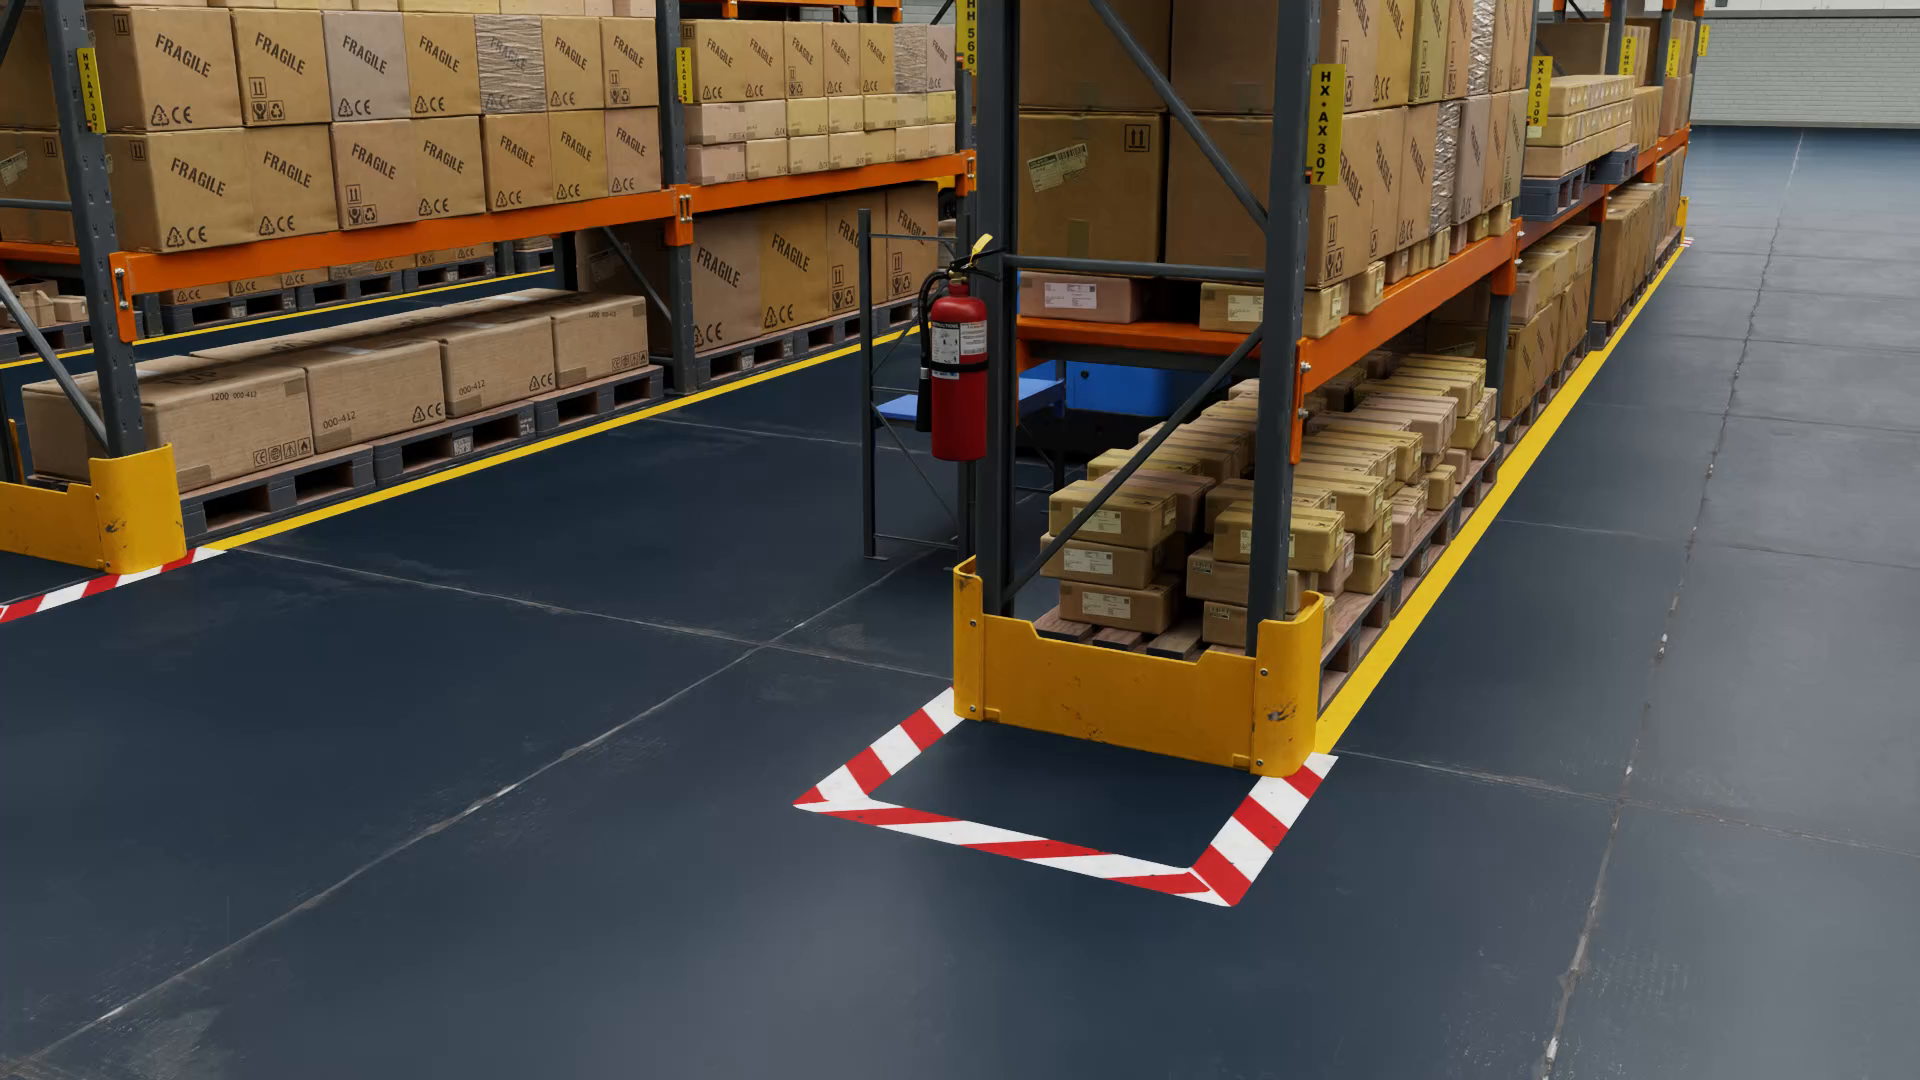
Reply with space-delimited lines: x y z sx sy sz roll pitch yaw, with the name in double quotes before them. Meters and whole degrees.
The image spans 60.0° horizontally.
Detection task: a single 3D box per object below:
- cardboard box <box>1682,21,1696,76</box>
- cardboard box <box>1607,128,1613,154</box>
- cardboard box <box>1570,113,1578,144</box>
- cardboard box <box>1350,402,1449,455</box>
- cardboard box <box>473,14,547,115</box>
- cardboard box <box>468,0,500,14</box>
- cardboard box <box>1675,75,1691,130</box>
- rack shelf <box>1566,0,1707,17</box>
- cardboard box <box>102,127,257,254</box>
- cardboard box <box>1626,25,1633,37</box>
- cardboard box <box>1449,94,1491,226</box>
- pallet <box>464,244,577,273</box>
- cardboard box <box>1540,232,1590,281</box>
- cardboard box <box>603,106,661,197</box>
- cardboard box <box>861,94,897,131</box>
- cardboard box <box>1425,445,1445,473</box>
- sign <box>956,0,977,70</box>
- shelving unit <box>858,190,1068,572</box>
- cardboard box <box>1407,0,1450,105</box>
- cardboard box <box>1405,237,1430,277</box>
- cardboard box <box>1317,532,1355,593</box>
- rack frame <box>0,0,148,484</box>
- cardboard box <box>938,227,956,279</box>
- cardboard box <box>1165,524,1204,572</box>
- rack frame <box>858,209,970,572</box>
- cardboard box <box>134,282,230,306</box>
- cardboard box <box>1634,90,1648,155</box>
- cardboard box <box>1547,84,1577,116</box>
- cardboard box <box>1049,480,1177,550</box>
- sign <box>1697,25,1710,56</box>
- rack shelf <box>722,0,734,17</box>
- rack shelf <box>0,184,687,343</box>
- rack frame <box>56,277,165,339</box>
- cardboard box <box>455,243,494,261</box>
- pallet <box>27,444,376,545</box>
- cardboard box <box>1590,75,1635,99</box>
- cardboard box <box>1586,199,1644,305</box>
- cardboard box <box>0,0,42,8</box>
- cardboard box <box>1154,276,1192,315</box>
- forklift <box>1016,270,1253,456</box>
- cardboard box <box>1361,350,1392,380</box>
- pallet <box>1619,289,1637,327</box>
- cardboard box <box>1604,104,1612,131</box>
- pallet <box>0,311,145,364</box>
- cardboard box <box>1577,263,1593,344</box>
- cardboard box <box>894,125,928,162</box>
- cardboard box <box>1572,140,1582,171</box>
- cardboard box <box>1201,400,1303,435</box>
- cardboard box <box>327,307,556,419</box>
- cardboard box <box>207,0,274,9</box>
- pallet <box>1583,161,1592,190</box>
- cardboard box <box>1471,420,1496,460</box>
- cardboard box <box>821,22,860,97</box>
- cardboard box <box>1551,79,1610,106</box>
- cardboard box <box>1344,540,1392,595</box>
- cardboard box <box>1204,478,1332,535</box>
"cardboard box" 7.308 -5.227 17.695 0.875 0.550 0.550 8 18 25
"cardboard box" 3.827 -2.478 10.301 0.380 0.149 0.250 7 18 23
"cardboard box" 3.011 -2.154 8.689 0.380 0.149 0.250 8 18 24
"cardboard box" 1.867 -0.477 7.086 0.380 0.149 0.250 7 18 23
"cardboard box" -2.580 -2.539 8.873 0.500 0.500 0.500 8 18 26
"cardboard box" -2.644 -2.828 8.707 0.380 0.149 0.250 8 18 24
"cardboard box" 7.320 -4.708 17.843 0.875 0.550 0.550 8 18 25
"rack shelf" 6.778 -5.463 16.643 1.077 0.370 4.000 8 18 25
"cardboard box" -3.480 -1.541 7.269 0.500 0.500 0.500 8 18 25
"cardboard box" 4.987 -3.872 13.360 0.700 0.500 0.500 8 18 25
"cardboard box" 1.890 -1.595 6.928 0.500 0.500 0.500 8 18 25
"pallet" -4.416 -2.944 17.065 1.003 0.211 1.213 8 18 25
"cardboard box" 3.810 -1.866 10.875 0.500 0.250 0.500 8 18 26
"cardboard box" -2.142 -2.324 9.904 0.500 0.500 0.500 8 18 26
"cardboard box" -0.802 -3.193 12.392 0.500 0.250 0.500 8 18 24
"cardboard box" 1.944 -0.419 7.414 0.380 0.149 0.250 9 19 27
"sign" 0.035 -1.586 5.006 0.100 0.325 0.005 8 18 25
"shelving unit" 0.038 -0.741 7.384 0.538 1.500 1.048 8 18 25
"cardboard box" 1.433 -1.813 5.906 0.500 0.500 0.500 8 18 24
"cardboard box" 1.612 -1.128 6.494 0.380 0.149 0.250 9 19 27
"cardboard box" 1.159 0.056 5.815 0.380 0.149 0.250 8 18 25
"rack frame" -3.951 -1.408 6.995 1.000 3.000 0.127 8 18 25
"cardboard box" -0.115 -2.530 14.650 0.950 0.372 0.625 7 18 22
"cardboard box" 0.668 -0.011 6.041 0.380 0.149 0.250 8 18 24
"rack frame" -0.189 -0.611 6.948 0.500 1.500 0.032 8 18 25
"cardboard box" -6.188 -2.155 13.163 0.500 0.500 0.500 9 19 28
"cardboard box" 5.214 -3.354 13.373 0.500 0.500 0.500 8 18 25
"cardboard box" 2.897 -2.230 8.424 0.380 0.149 0.250 9 19 28
"cardboard box" 0.532 -0.090 5.785 0.380 0.149 0.250 8 18 26
"sign" 8.151 -5.475 18.240 0.100 0.325 0.005 8 18 25
"rack shelf" -3.925 -5.678 17.369 1.077 0.370 4.000 8 18 25
"rack shelf" -3.057 -1.572 8.813 1.077 0.370 4.000 8 18 25
"rack frame" -6.606 -3.057 12.548 1.000 3.000 0.127 8 18 25
"cardboard box" -4.815 -2.944 15.820 0.500 0.500 0.500 9 19 27
"pallet" -3.664 -0.284 8.111 1.003 0.211 1.213 8 18 25
"cardboard box" 4.288 -3.024 11.096 0.380 0.149 0.250 7 18 23
"cardboard box" 4.838 -2.331 13.317 1.050 0.750 0.750 8 19 26
"cardboard box" -3.970 -2.363 7.140 0.380 0.149 0.250 8 18 26
"cardboard box" 0.560 -0.861 5.595 0.380 0.149 0.250 8 18 25
"forklift" 1.294 -2.181 9.719 1.130 2.935 3.031 8 18 26
"cardboard box" 1.971 -0.881 8.446 0.380 0.149 0.250 9 19 28
"pallet" 5.063 -2.005 13.905 1.003 0.211 1.213 8 18 25
"cardboard box" 3.709 -2.552 10.030 0.380 0.149 0.250 9 19 27
"pallet" -6.914 -1.545 12.357 1.003 0.211 1.213 8 18 25
"cardboard box" 4.037 -1.643 11.442 0.500 0.500 0.500 8 18 25
"cardboard box" -0.584 -3.079 12.887 0.500 0.250 0.500 8 19 26
"cardboard box" 3.131 -2.080 8.961 0.380 0.149 0.250 8 18 26
"cardboard box" 1.249 -0.486 7.117 0.380 0.149 0.250 8 18 26
"cardboard box" -2.940 -1.025 9.470 0.875 0.438 0.875 8 18 24
"cardboard box" -3.272 -2.428 7.361 0.380 0.149 0.250 9 19 27
"pallet" 3.249 -2.240 10.134 1.003 0.211 1.213 8 18 25
"cardboard box" 2.439 -0.514 8.255 0.380 0.149 0.250 8 18 26
"cardboard box" -1.056 -3.422 11.846 0.500 0.500 0.500 8 18 24
"cardboard box" 3.592 -2.629 9.766 0.380 0.149 0.250 9 19 27
"cardboard box" 1.404 0.077 6.267 0.380 0.149 0.250 8 18 26
"cardboard box" 1.076 -0.099 5.814 0.380 0.149 0.250 8 19 26
